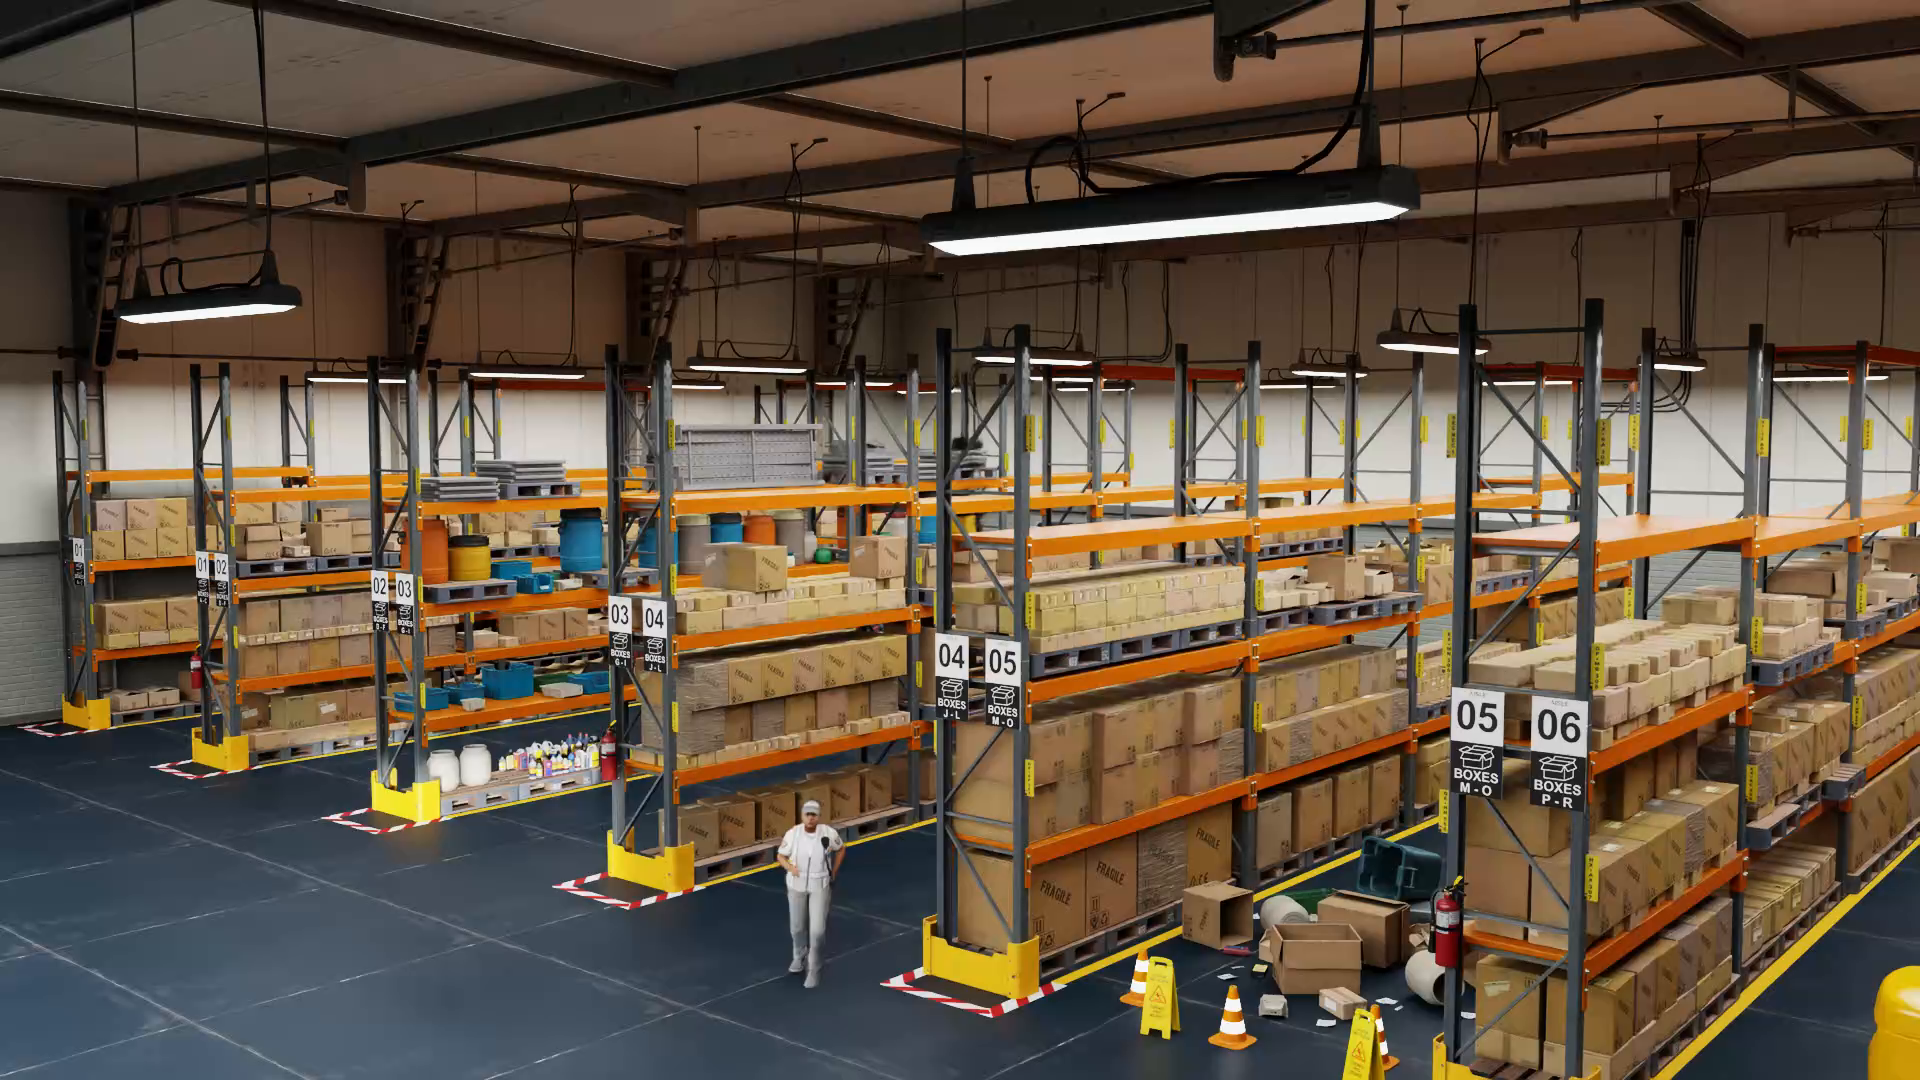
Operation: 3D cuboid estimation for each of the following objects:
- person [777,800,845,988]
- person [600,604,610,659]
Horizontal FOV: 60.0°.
[{"bbox_3d":[-1.380,3.249,15.319,0.609,1.705,0.661,0,4,4],"label":"person"},{"bbox_3d":[-6.814,2.028,32.139,0.540,1.605,0.874,3,5,37],"label":"person"}]
